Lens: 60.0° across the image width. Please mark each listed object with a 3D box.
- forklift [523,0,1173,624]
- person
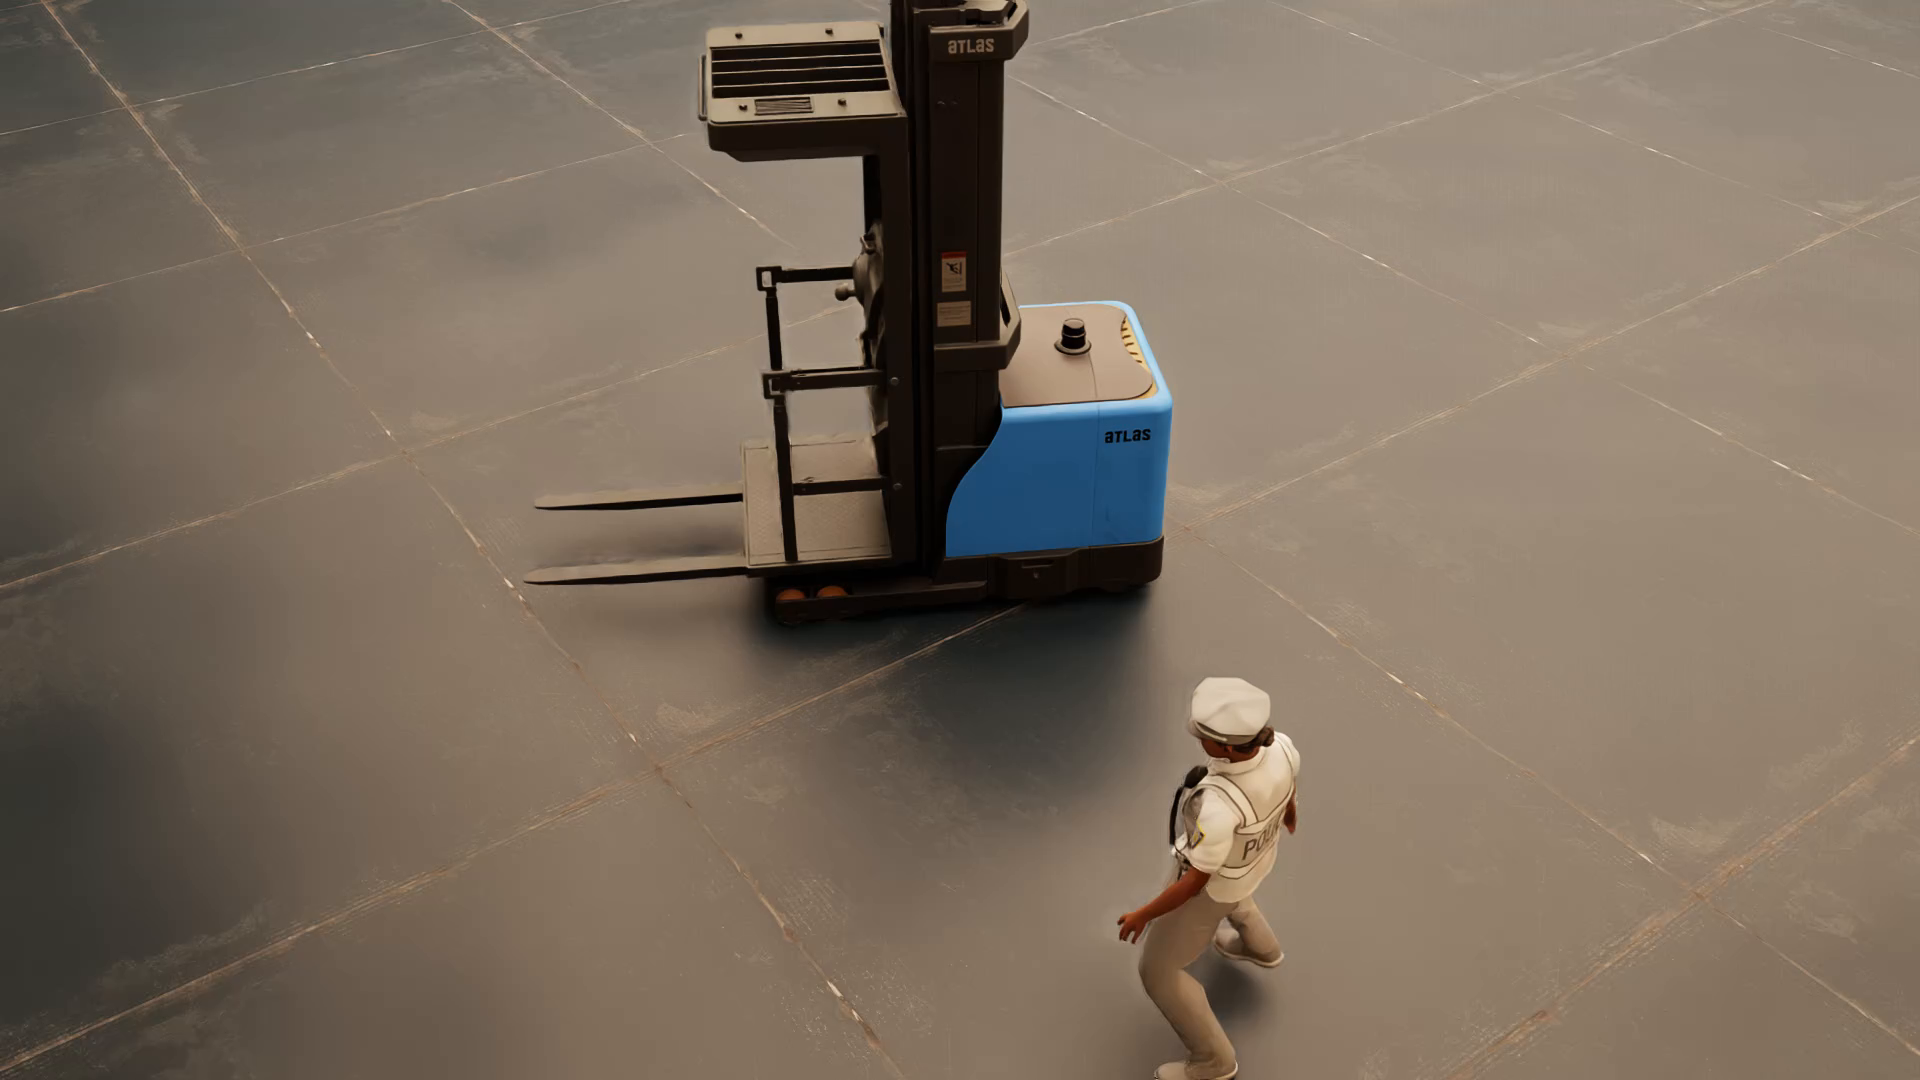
[{"bbox_3d":[-0.581,-1.114,7.452,3.031,2.935,1.130,-4,37,-6],"label":"forklift"},{"bbox_3d":[0.883,1.085,5.648,0.542,1.567,0.836,26,44,31],"label":"person"}]
